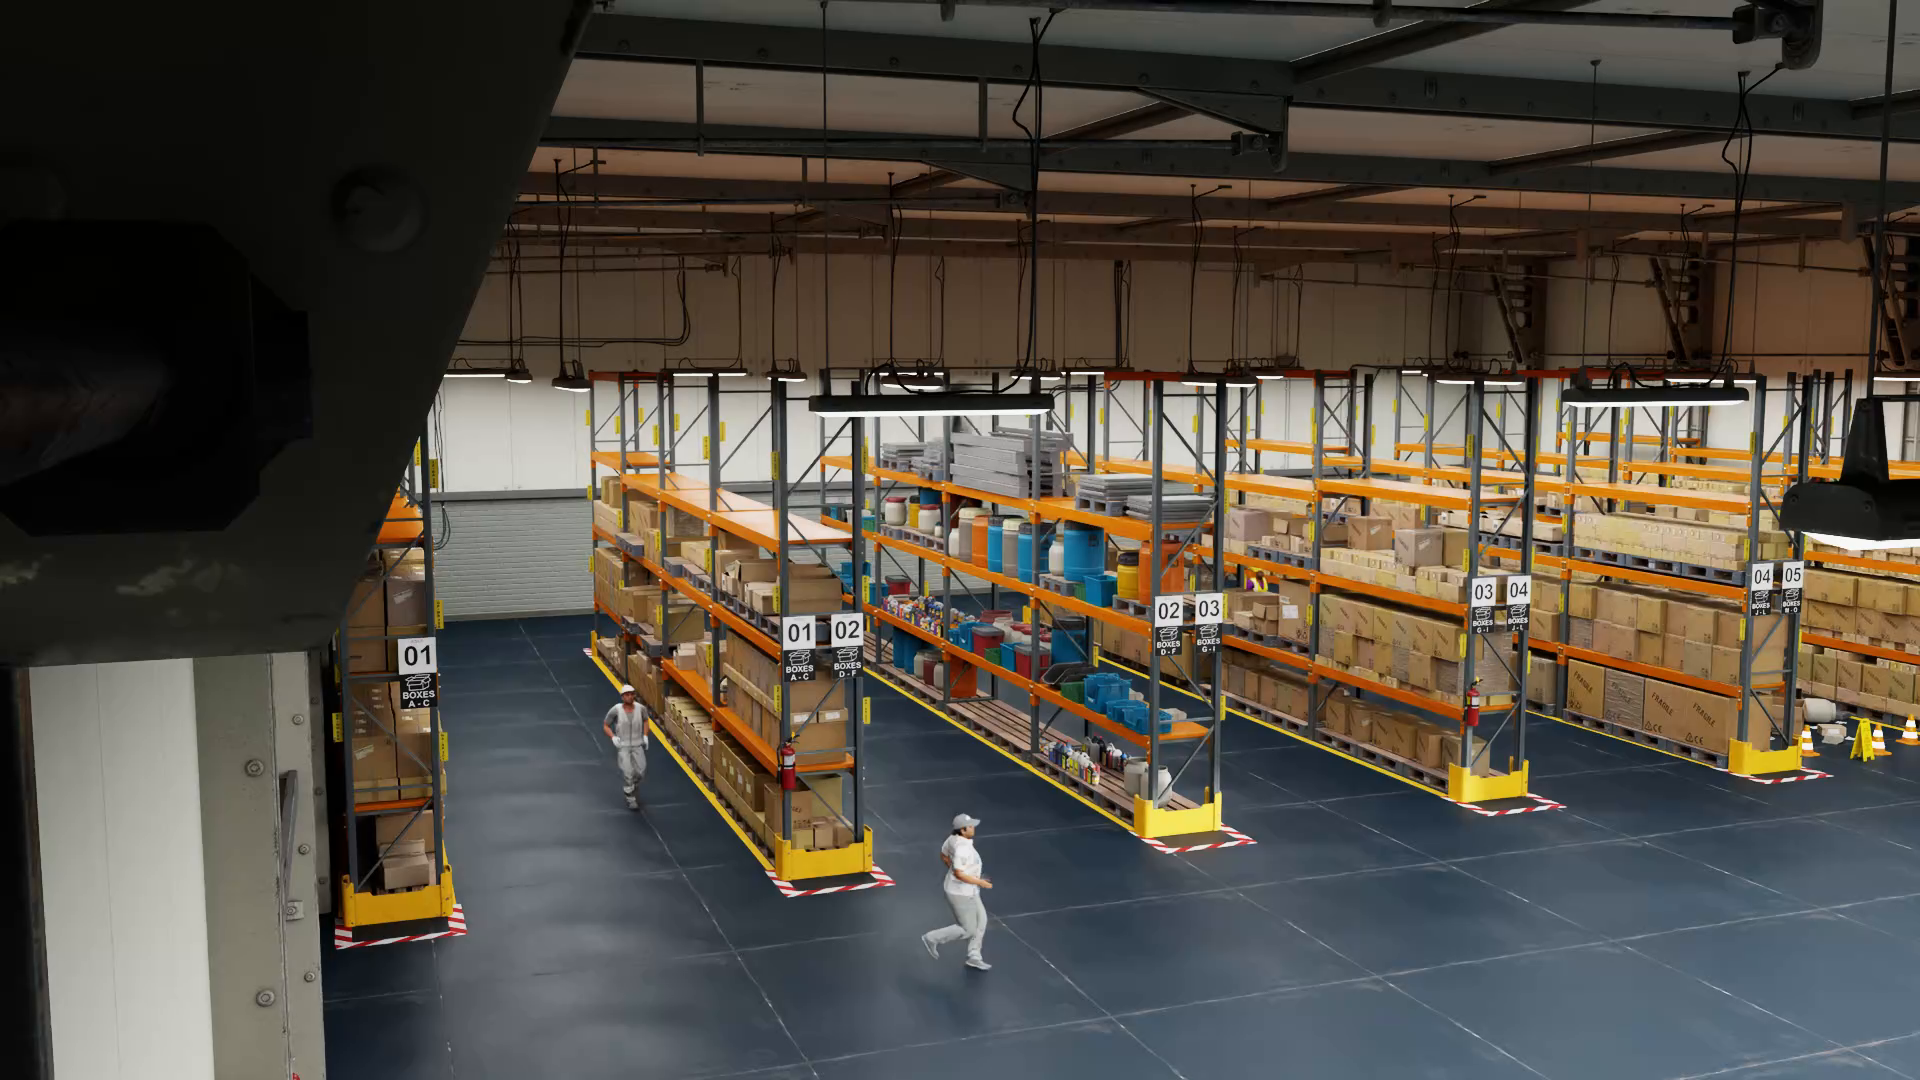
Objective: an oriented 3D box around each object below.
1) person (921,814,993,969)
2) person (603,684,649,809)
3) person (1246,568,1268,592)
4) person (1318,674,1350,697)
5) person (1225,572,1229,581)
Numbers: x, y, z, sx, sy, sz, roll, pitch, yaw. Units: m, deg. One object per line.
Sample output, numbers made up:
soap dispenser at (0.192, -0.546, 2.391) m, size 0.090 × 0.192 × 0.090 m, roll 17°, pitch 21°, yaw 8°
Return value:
person at (-0.035, 3.638, 17.122) m, size 0.750 × 1.665 × 0.616 m, roll -1°, pitch 6°, yaw -5°
person at (-4.647, 2.873, 23.237) m, size 0.663 × 1.745 × 0.597 m, roll -3°, pitch 7°, yaw -23°
person at (6.452, 1.417, 36.283) m, size 0.686 × 1.745 × 0.899 m, roll -3°, pitch 7°, yaw -25°
person at (7.061, 2.086, 31.225) m, size 0.619 × 1.626 × 0.959 m, roll -3°, pitch 7°, yaw -26°
person at (6.492, 0.939, 41.482) m, size 0.673 × 1.571 × 0.794 m, roll -1°, pitch 6°, yaw -7°
